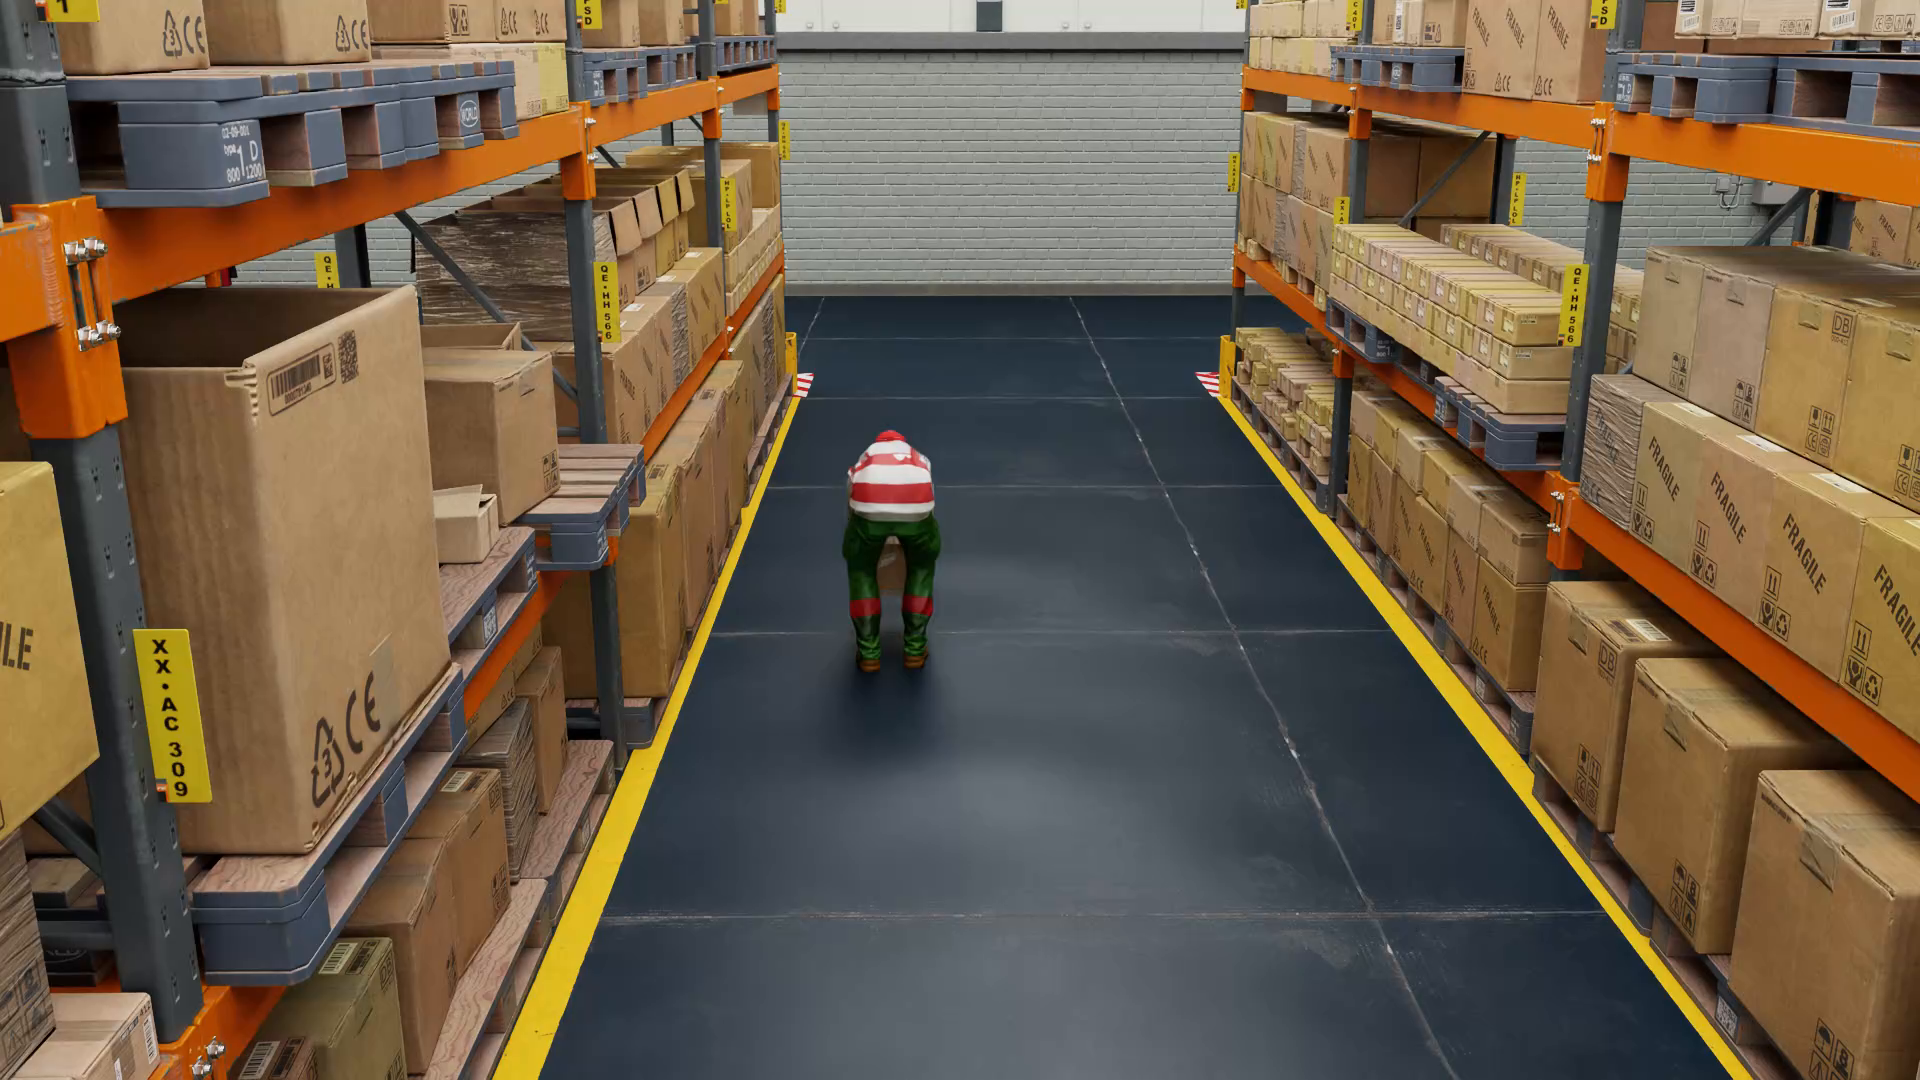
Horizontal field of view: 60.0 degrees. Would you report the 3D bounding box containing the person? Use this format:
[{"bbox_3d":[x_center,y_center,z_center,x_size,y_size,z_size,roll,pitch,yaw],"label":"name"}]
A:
[{"bbox_3d":[-0.354,0.036,8.545,0.498,1.106,0.965,-1,17,-3],"label":"person"}]
